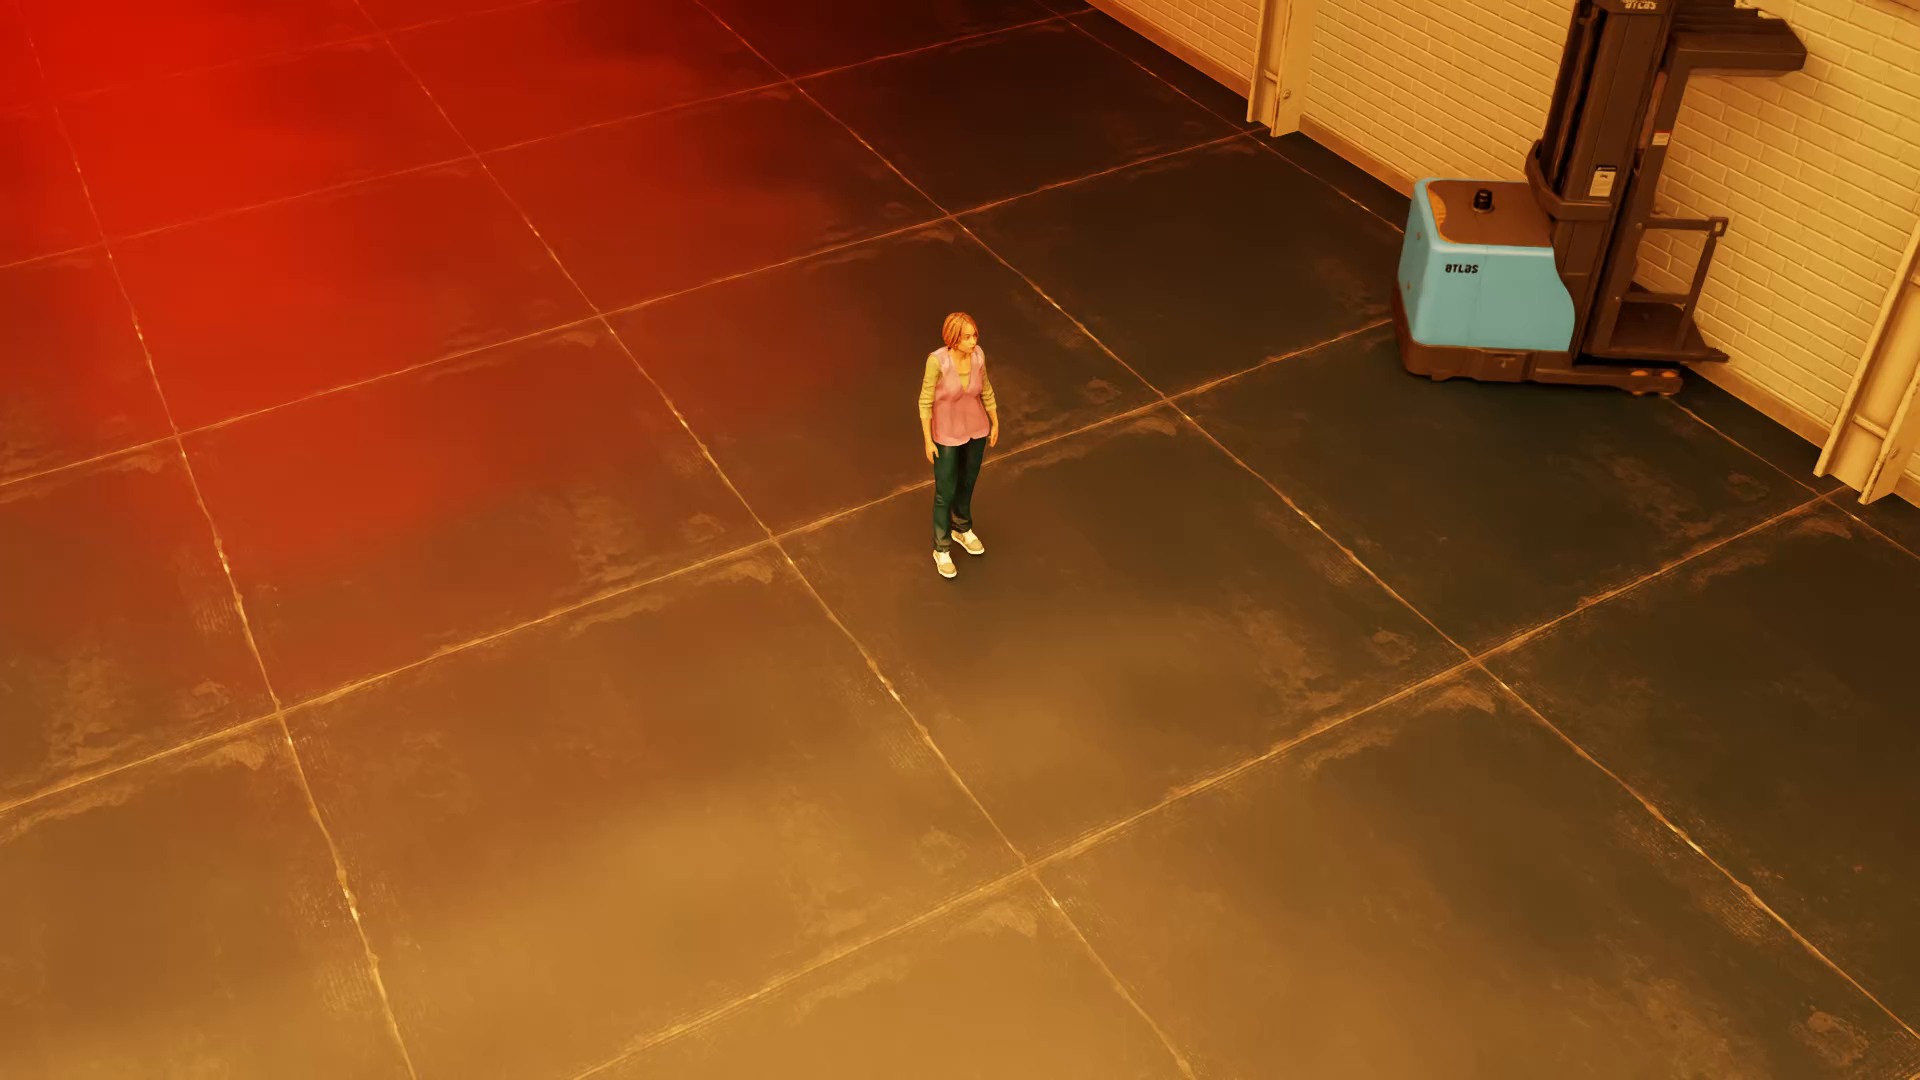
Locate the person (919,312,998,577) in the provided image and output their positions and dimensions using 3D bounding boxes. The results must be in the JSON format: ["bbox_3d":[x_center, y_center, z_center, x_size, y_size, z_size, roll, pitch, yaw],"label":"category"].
[{"bbox_3d":[0.025,-0.575,9.763,0.520,1.597,0.476,-20,44,-23],"label":"person"}]

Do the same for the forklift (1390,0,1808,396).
[{"bbox_3d":[4.664,-2.483,11.030,3.031,2.935,1.130,3,40,4],"label":"forklift"}]
